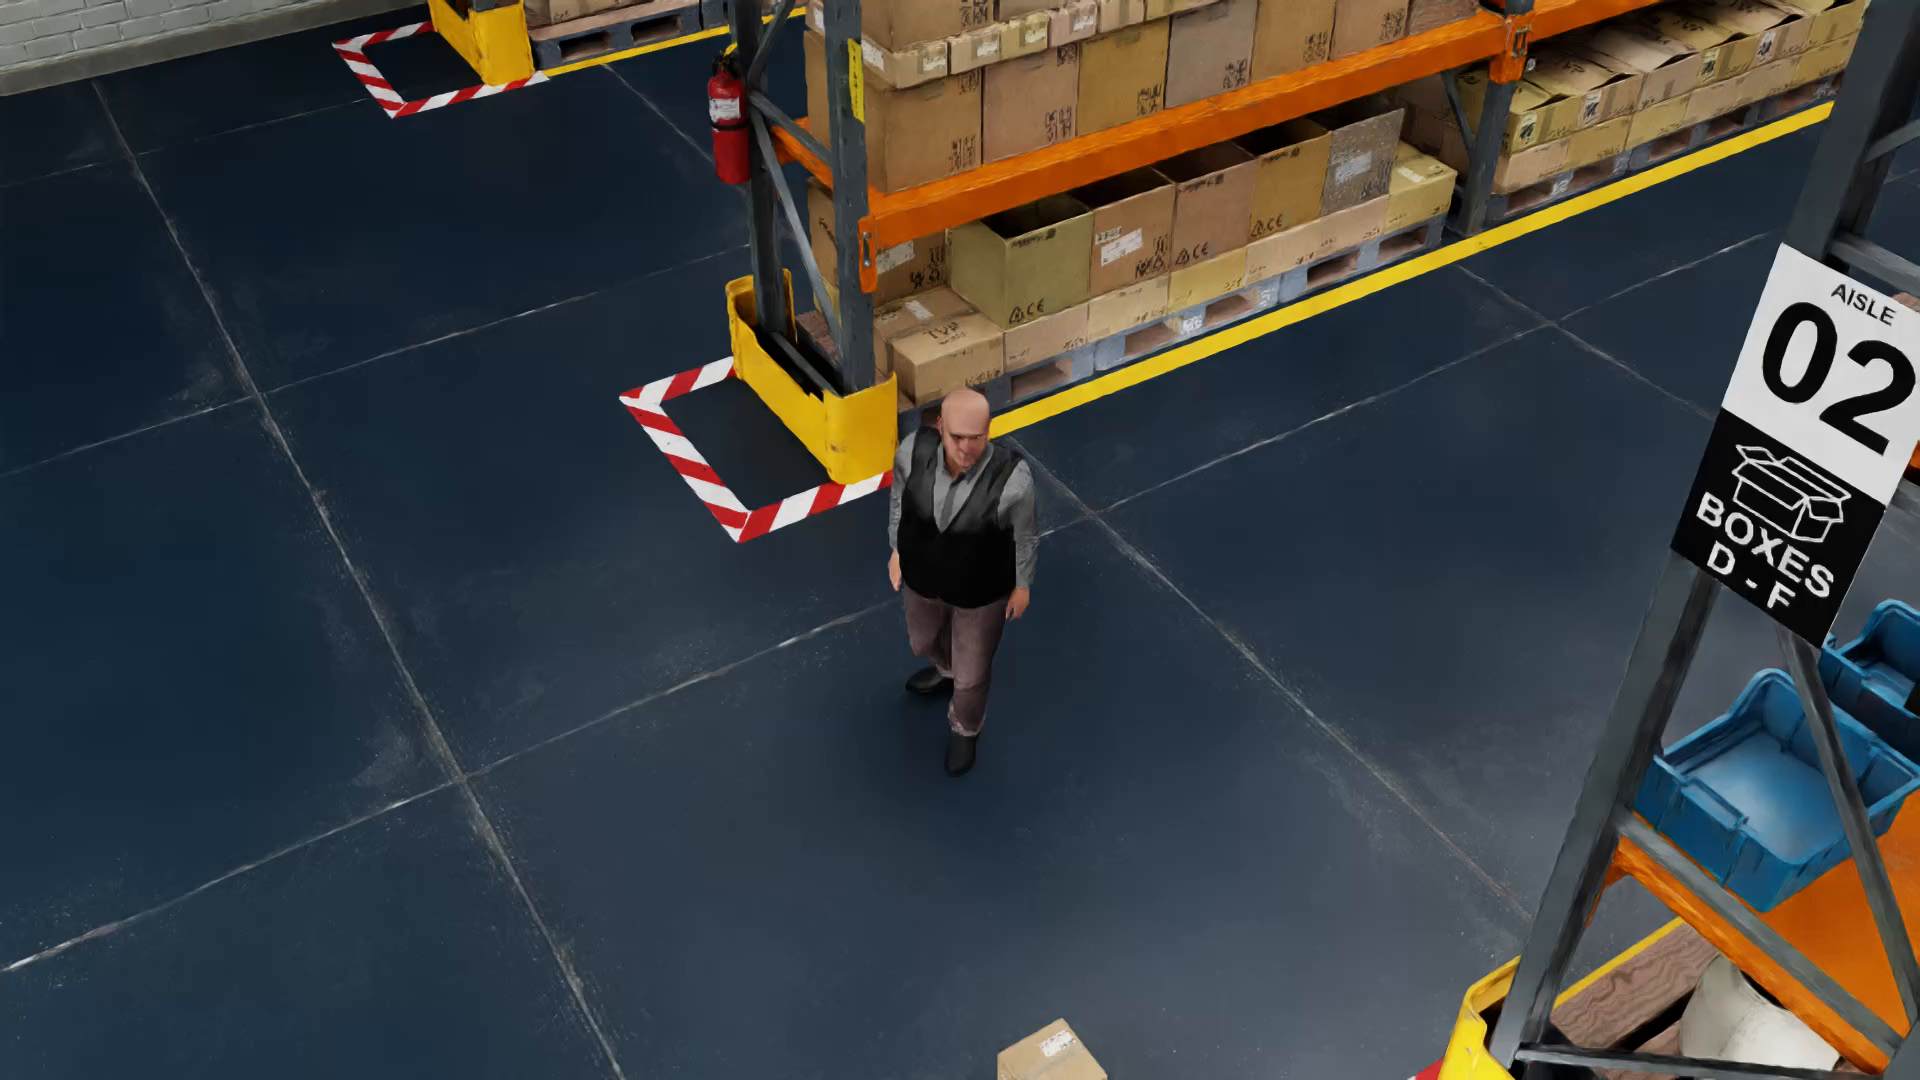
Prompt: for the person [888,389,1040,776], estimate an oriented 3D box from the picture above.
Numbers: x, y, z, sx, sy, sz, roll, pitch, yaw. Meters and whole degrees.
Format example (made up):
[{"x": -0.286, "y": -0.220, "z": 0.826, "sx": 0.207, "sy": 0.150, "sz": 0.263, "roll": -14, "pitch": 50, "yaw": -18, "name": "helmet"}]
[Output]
[{"x": 0.020, "y": 0.092, "z": 6.070, "sx": 0.579, "sy": 1.709, "sz": 0.545, "roll": 16, "pitch": 43, "yaw": 18, "name": "person"}]
